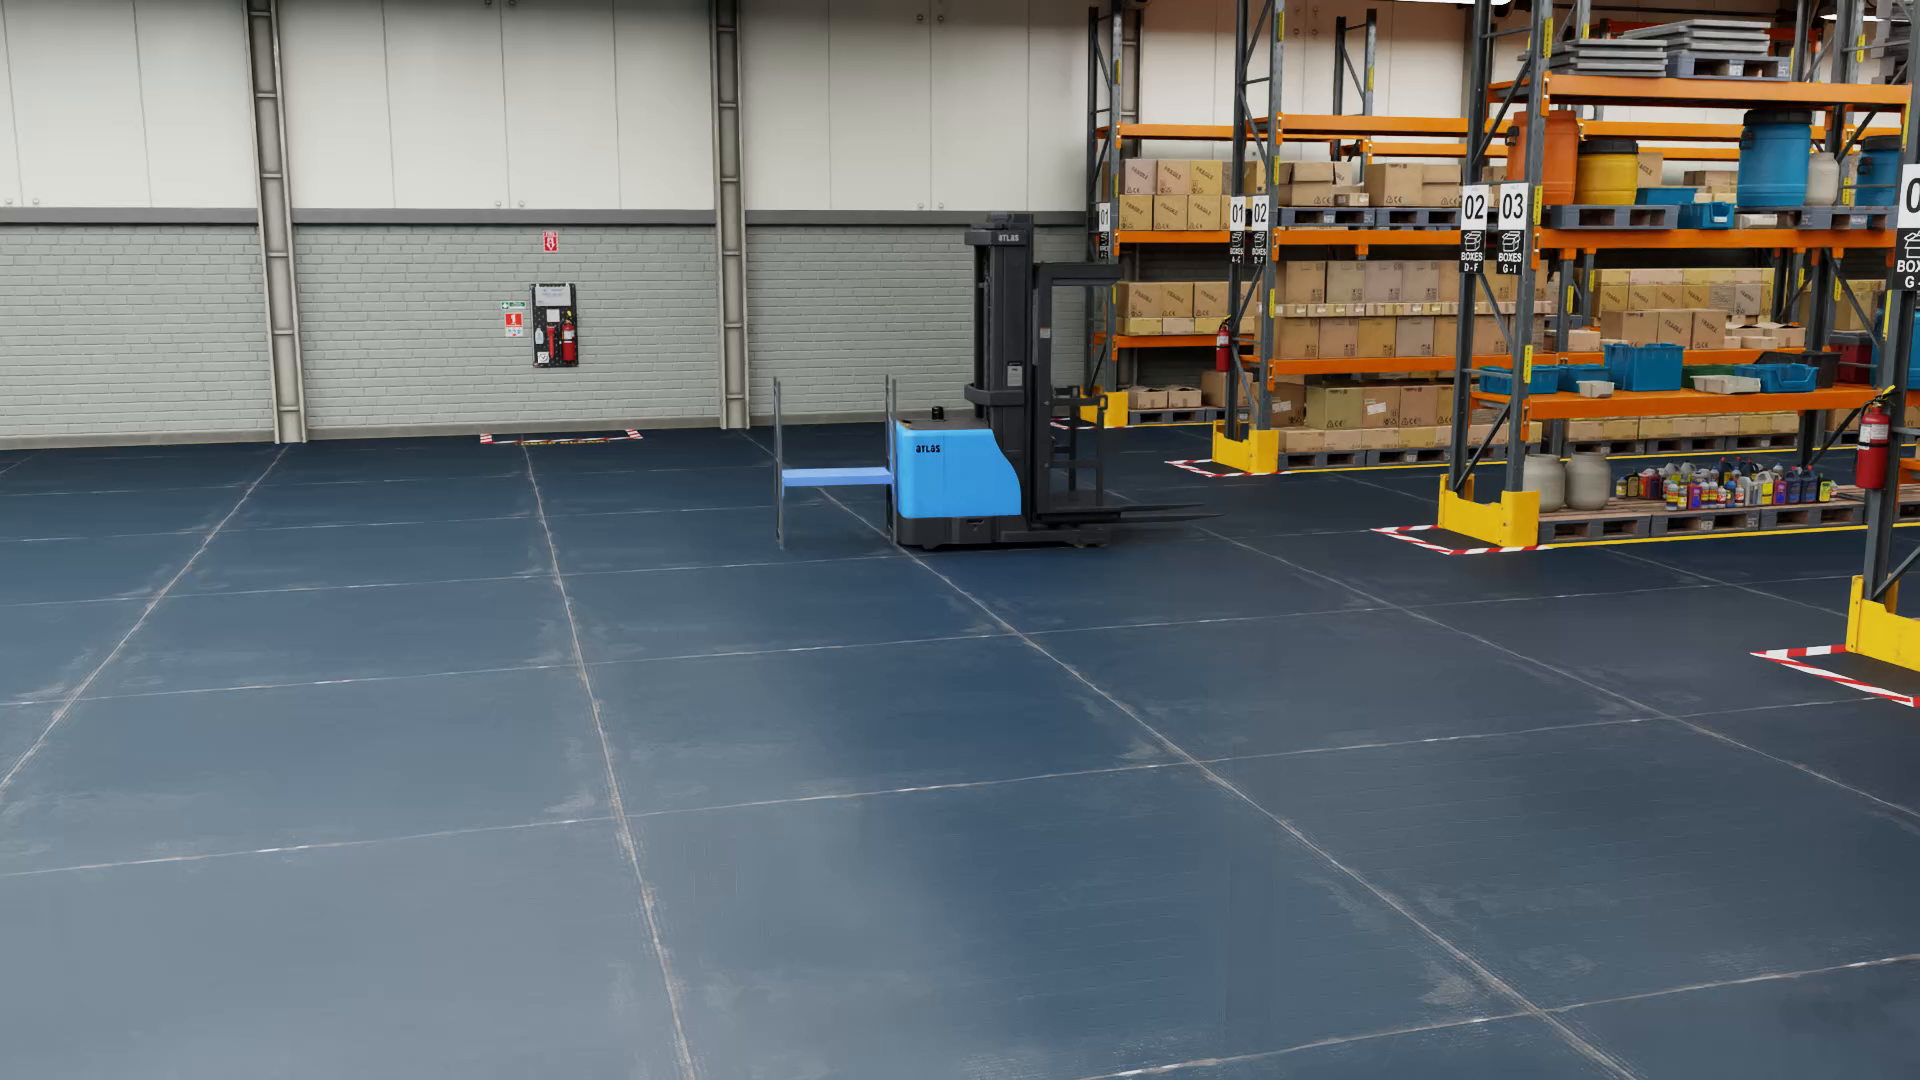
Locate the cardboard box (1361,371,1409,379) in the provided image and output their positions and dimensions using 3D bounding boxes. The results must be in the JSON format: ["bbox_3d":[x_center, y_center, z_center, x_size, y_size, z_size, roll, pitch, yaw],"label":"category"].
[{"bbox_3d":[6.606,-2.456,25.994,0.500,0.500,0.700,-3,11,-14],"label":"cardboard box"}]

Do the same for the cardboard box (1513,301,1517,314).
[{"bbox_3d":[6.853,-2.873,20.502,0.250,0.149,0.380,-3,11,-17],"label":"cardboard box"}]

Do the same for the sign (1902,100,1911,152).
[{"bbox_3d":[6.081,-2.651,10.635,0.005,0.325,0.100,-3,11,-16],"label":"sign"}]

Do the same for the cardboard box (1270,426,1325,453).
[{"bbox_3d":[4.029,-1.208,19.961,0.500,0.250,0.500,-3,11,-16],"label":"cardboard box"}]

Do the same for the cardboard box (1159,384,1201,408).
[{"bbox_3d":[3.301,-2.168,24.955,0.500,0.311,0.500,-2,11,-11],"label":"cardboard box"}]

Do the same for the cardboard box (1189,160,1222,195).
[{"bbox_3d":[3.486,-5.274,24.235,0.500,0.500,0.500,-3,11,-14],"label":"cardboard box"}]

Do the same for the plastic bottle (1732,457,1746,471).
[{"bbox_3d":[7.782,-0.651,16.604,0.185,0.351,0.144,-3,11,-14],"label":"plastic bottle"}]

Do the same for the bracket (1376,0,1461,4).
[{"bbox_3d":[5.466,-8.222,25.117,4.783,0.066,0.076,-3,11,-16],"label":"bracket"}]

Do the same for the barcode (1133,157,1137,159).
[{"bbox_3d":[2.606,-5.660,24.731,0.075,0.075,0.001,-3,11,-16],"label":"barcode"}]

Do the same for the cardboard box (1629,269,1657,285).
[{"bbox_3d":[10.769,-4.211,26.613,0.500,0.250,0.500,-3,11,-17],"label":"cardboard box"}]

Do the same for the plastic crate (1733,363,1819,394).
[{"bbox_3d":[7.687,-1.530,15.687,0.616,0.251,0.499,-3,11,-16],"label":"plastic crate"}]

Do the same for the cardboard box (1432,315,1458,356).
[{"bbox_3d":[5.881,-2.541,20.490,0.500,0.500,0.700,-3,11,-15],"label":"cardboard box"}]

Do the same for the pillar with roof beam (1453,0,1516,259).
[{"bbox_3d":[9.458,-5.918,22.540,0.548,9.000,9.100,-3,11,-16],"label":"pillar with roof beam"}]

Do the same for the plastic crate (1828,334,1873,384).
[{"bbox_3d":[9.053,-1.816,16.650,0.583,0.464,0.402,-3,11,-16],"label":"plastic crate"}]

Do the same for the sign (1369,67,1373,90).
[{"bbox_3d":[6.038,-6.782,24.437,0.005,0.325,0.100,-3,11,-16],"label":"sign"}]

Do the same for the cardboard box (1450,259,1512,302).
[{"bbox_3d":[6.383,-3.205,20.518,0.500,0.500,0.700,-3,11,-16],"label":"cardboard box"}]

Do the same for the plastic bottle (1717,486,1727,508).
[{"bbox_3d":[7.181,-0.409,15.701,0.097,0.201,0.097,0,10,0],"label":"plastic bottle"}]

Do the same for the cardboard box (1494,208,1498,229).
[{"bbox_3d":[8.474,-5.117,26.137,0.637,0.503,0.797,-1,11,-8],"label":"cardboard box"}]

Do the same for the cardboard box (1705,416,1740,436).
[{"bbox_3d":[9.719,-1.504,21.568,0.500,0.250,0.500,-3,11,-15],"label":"cardboard box"}]

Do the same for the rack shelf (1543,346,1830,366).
[{"bbox_3d":[9.213,-2.315,21.527,4.000,0.370,1.077,-3,11,-16],"label":"rack shelf"}]

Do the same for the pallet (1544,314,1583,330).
[{"bbox_3d":[9.091,-3.482,26.409,1.003,0.211,1.213,-3,11,-16],"label":"pallet"}]

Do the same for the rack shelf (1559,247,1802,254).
[{"bbox_3d":[11.665,-4.854,27.032,4.000,0.370,1.077,-3,11,-16],"label":"rack shelf"}]

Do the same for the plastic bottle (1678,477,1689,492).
[{"bbox_3d":[7.090,-0.519,16.296,0.097,0.201,0.097,0,10,0],"label":"plastic bottle"}]

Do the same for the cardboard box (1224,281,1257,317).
[{"bbox_3d":[4.074,-3.579,24.696,0.500,0.500,0.500,-3,11,-14],"label":"cardboard box"}]

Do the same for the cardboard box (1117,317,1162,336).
[{"bbox_3d":[2.621,-3.132,24.336,0.500,0.250,0.500,-3,11,-18],"label":"cardboard box"}]

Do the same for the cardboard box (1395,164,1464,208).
[{"bbox_3d":[5.676,-4.308,20.247,0.637,0.503,0.797,-2,11,-10],"label":"cardboard box"}]

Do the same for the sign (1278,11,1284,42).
[{"bbox_3d":[3.601,-5.756,18.645,0.005,0.325,0.100,-3,11,-16],"label":"sign"}]

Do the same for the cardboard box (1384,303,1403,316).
[{"bbox_3d":[5.125,-2.781,20.006,0.250,0.149,0.380,-3,11,-17],"label":"cardboard box"}]

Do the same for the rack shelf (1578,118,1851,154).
[{"bbox_3d":[9.213,-5.069,21.020,4.000,0.370,1.077,-3,11,-16],"label":"rack shelf"}]

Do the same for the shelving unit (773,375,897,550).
[{"bbox_3d":[-1.124,-0.708,14.955,1.048,1.500,0.538,-2,11,-10],"label":"shelving unit"}]

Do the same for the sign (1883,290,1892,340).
[{"bbox_3d":[6.081,-1.465,10.854,0.005,0.325,0.100,-3,11,-16],"label":"sign"}]

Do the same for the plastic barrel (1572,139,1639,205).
[{"bbox_3d":[5.892,-3.358,15.241,0.600,0.588,0.600,0,10,0],"label":"plastic barrel"}]

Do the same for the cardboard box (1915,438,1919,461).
[{"bbox_3d":[6.433,-0.570,10.754,0.250,0.149,0.380,-3,11,-16],"label":"cardboard box"}]

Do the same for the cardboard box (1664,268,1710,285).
[{"bbox_3d":[11.736,-4.263,26.900,0.500,0.250,0.500,-3,11,-17],"label":"cardboard box"}]

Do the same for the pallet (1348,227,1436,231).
[{"bbox_3d":[6.527,-4.824,25.404,1.003,0.211,1.213,-3,11,-16],"label":"pallet"}]

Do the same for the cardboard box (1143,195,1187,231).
[{"bbox_3d":[2.980,-4.755,24.177,0.500,0.500,0.500,-2,11,-12],"label":"cardboard box"}]

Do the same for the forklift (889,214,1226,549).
[{"bbox_3d":[0.897,-1.465,15.110,3.031,2.935,1.130,-2,11,-10],"label":"forklift"}]

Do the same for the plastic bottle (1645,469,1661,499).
[{"bbox_3d":[6.754,-0.543,16.202,0.133,0.283,0.061,-3,11,-16],"label":"plastic bottle"}]

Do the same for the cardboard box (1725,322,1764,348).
[{"bbox_3d":[10.220,-2.715,21.957,0.500,0.311,0.500,-3,11,-17],"label":"cardboard box"}]

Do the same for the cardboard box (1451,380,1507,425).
[{"bbox_3d":[6.425,-1.706,20.595,0.500,0.500,0.500,-3,11,-16],"label":"cardboard box"}]

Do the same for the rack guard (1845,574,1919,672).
[{"bbox_3d":[6.290,0.583,10.705,0.348,0.500,1.175,-3,11,-16],"label":"rack guard"}]

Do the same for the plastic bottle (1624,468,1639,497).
[{"bbox_3d":[6.581,-0.563,16.309,0.133,0.283,0.061,-3,11,-15],"label":"plastic bottle"}]

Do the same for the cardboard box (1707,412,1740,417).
[{"bbox_3d":[9.716,-1.778,21.510,0.500,0.311,0.500,-3,11,-16],"label":"cardboard box"}]

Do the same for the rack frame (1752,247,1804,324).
[{"bbox_3d":[13.586,-3.833,27.788,0.127,3.000,1.000,-3,11,-16],"label":"rack frame"}]

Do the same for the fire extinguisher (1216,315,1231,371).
[{"bbox_3d":[3.209,-2.402,20.226,0.183,0.674,0.296,-3,11,-16],"label":"fire extinguisher"}]

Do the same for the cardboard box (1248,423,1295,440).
[{"bbox_3d":[3.884,-1.298,20.450,0.500,0.250,0.500,-3,11,-16],"label":"cardboard box"}]

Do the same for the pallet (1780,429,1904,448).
[{"bbox_3d":[11.861,-1.430,22.434,1.213,0.211,1.003,-3,11,-16],"label":"pallet"}]

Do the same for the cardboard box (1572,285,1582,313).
[{"bbox_3d":[10.125,-3.906,27.030,0.500,0.500,0.500,-3,11,-16],"label":"cardboard box"}]

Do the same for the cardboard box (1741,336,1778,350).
[{"bbox_3d":[10.347,-2.553,21.527,0.250,0.149,0.380,-3,11,-16],"label":"cardboard box"}]

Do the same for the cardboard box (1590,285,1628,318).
[{"bbox_3d":[10.283,-3.816,26.543,0.500,0.500,0.500,-3,11,-14],"label":"cardboard box"}]

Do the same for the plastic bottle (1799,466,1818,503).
[{"bbox_3d":[8.136,-0.537,15.985,0.185,0.351,0.144,-3,11,-17],"label":"plastic bottle"}]

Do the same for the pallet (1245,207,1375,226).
[{"bbox_3d":[4.138,-3.828,19.719,1.213,0.211,1.003,-3,11,-16],"label":"pallet"}]

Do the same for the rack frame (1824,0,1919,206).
[{"bbox_3d":[8.673,-4.657,15.691,0.127,3.000,1.000,-3,11,-16],"label":"rack frame"}]

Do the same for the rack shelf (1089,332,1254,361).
[{"bbox_3d":[3.984,-2.974,25.104,4.000,0.370,1.077,-3,11,-16],"label":"rack shelf"}]

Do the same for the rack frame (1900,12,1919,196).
[{"bbox_3d":[6.217,-3.593,9.914,0.127,3.000,1.000,-3,11,-16],"label":"rack frame"}]
